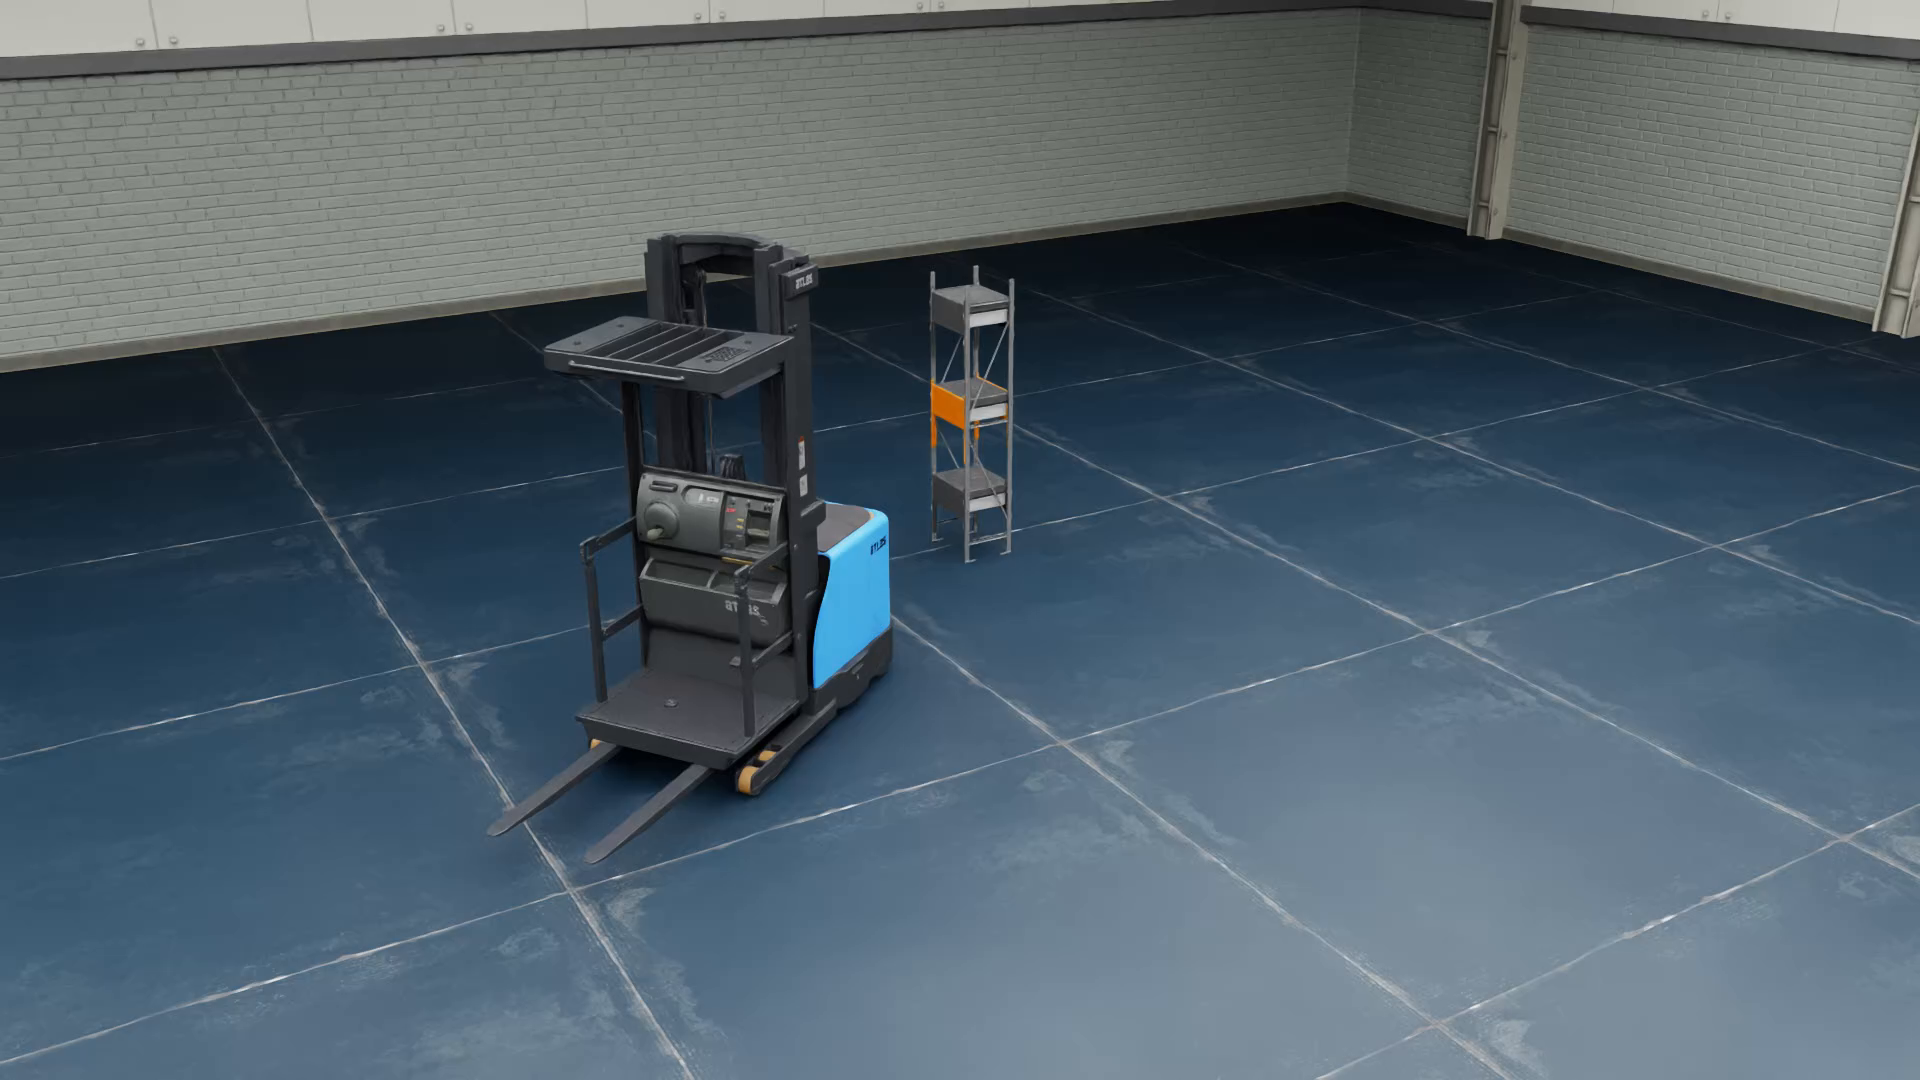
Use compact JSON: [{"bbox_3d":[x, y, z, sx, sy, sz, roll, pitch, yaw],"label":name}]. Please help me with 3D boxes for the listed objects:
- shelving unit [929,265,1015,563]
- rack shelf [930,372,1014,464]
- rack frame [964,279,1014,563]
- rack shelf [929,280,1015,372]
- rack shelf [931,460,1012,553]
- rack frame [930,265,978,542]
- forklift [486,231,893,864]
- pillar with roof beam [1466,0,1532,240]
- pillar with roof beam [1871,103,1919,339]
[{"bbox_3d":[0.085,-0.919,12.284,0.431,2.100,0.503,-13,25,-28],"label":"shelving unit"},{"bbox_3d":[0.085,-0.906,12.289,0.431,0.518,0.480,-13,25,-28],"label":"rack shelf"},{"bbox_3d":[0.209,-0.840,12.090,0.400,2.100,0.015,-13,25,-28],"label":"rack frame"},{"bbox_3d":[0.085,-1.555,12.026,0.431,0.518,0.480,-13,25,-28],"label":"rack shelf"},{"bbox_3d":[0.085,-0.258,12.553,0.431,0.518,0.480,-13,25,-28],"label":"rack shelf"},{"bbox_3d":[-0.040,-0.998,12.479,0.400,2.100,0.015,-13,25,-28],"label":"rack frame"},{"bbox_3d":[-1.502,-0.113,9.198,1.130,2.935,3.031,10,24,23],"label":"forklift"},{"bbox_3d":[3.637,-7.586,19.524,9.100,9.000,0.400,-13,25,-28],"label":"pillar with roof beam"},{"bbox_3d":[6.701,-5.644,14.746,9.100,9.000,0.400,-13,25,-28],"label":"pillar with roof beam"}]
